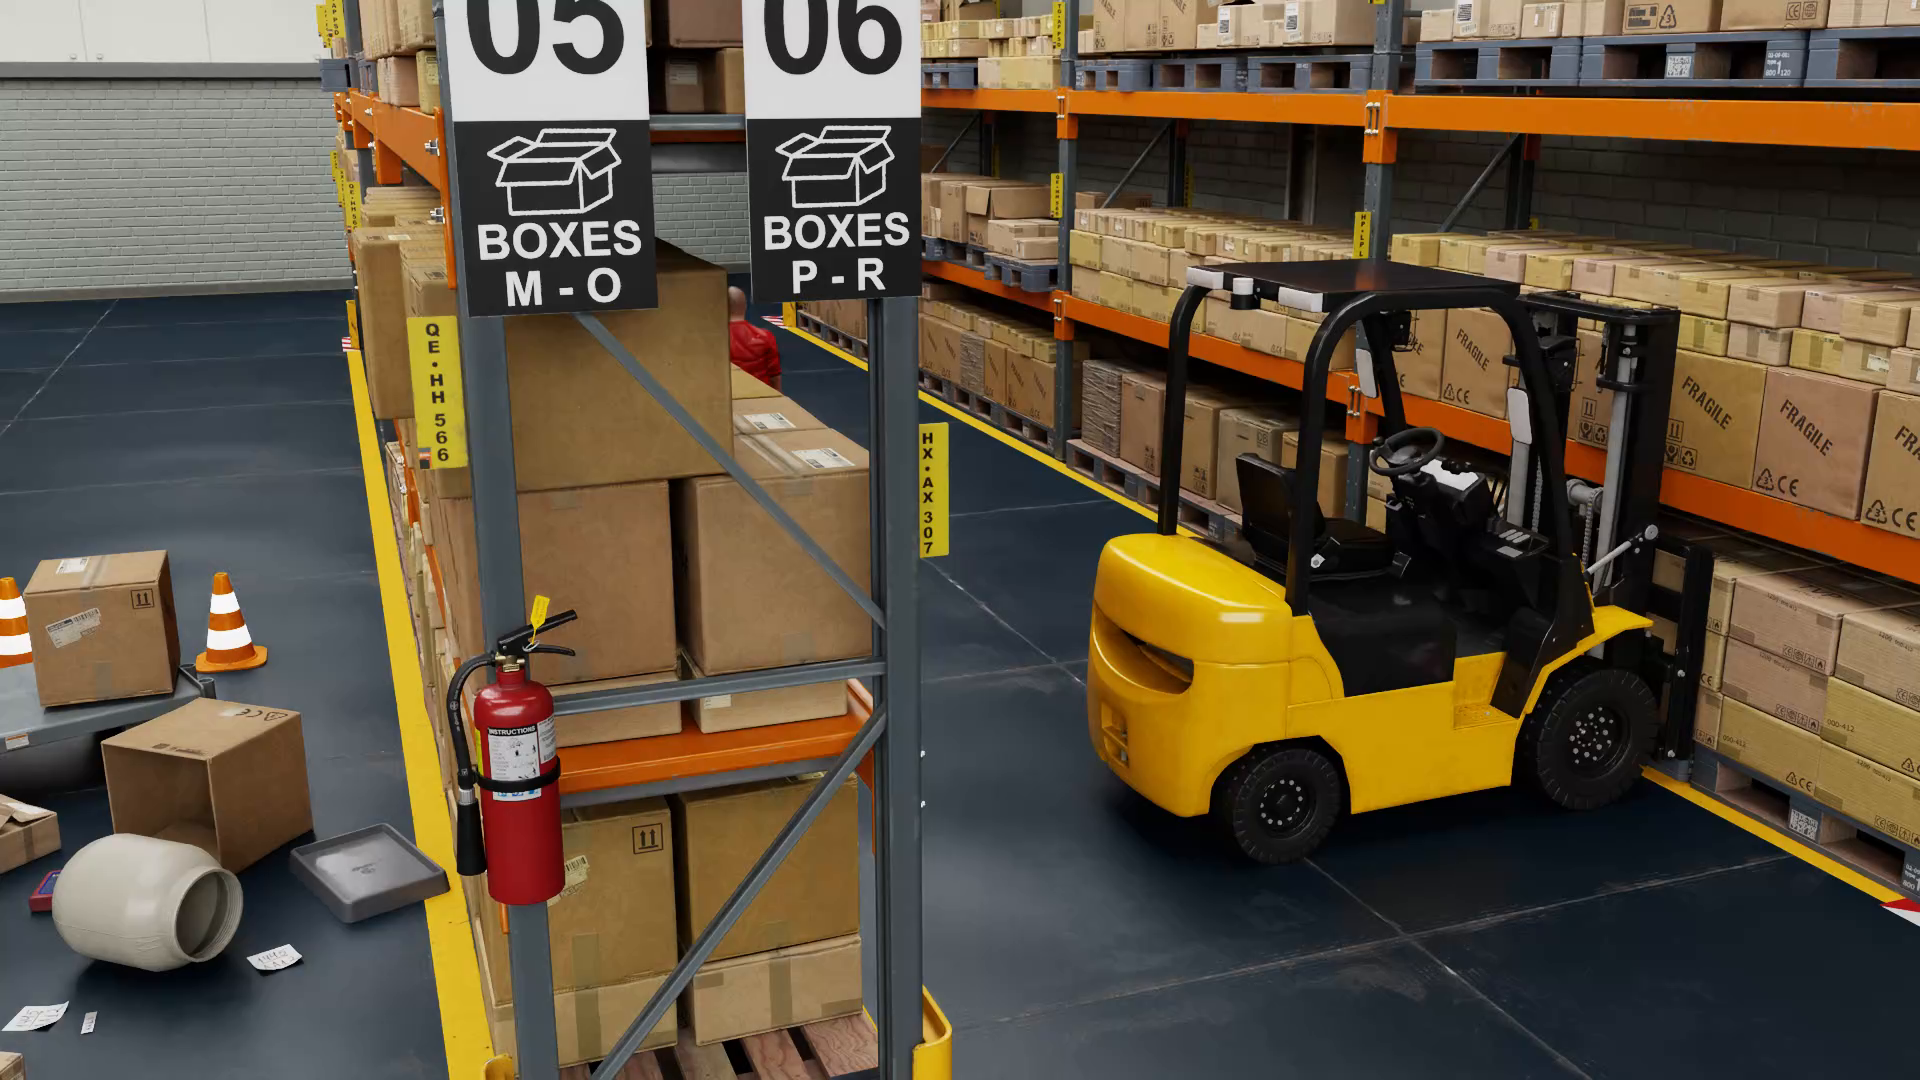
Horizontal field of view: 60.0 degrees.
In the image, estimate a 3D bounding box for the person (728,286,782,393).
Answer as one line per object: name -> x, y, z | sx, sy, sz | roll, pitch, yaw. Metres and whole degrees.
person -> -1.314, -0.682, 10.004 | 0.536, 1.674, 1.071 | -5, 16, -18
